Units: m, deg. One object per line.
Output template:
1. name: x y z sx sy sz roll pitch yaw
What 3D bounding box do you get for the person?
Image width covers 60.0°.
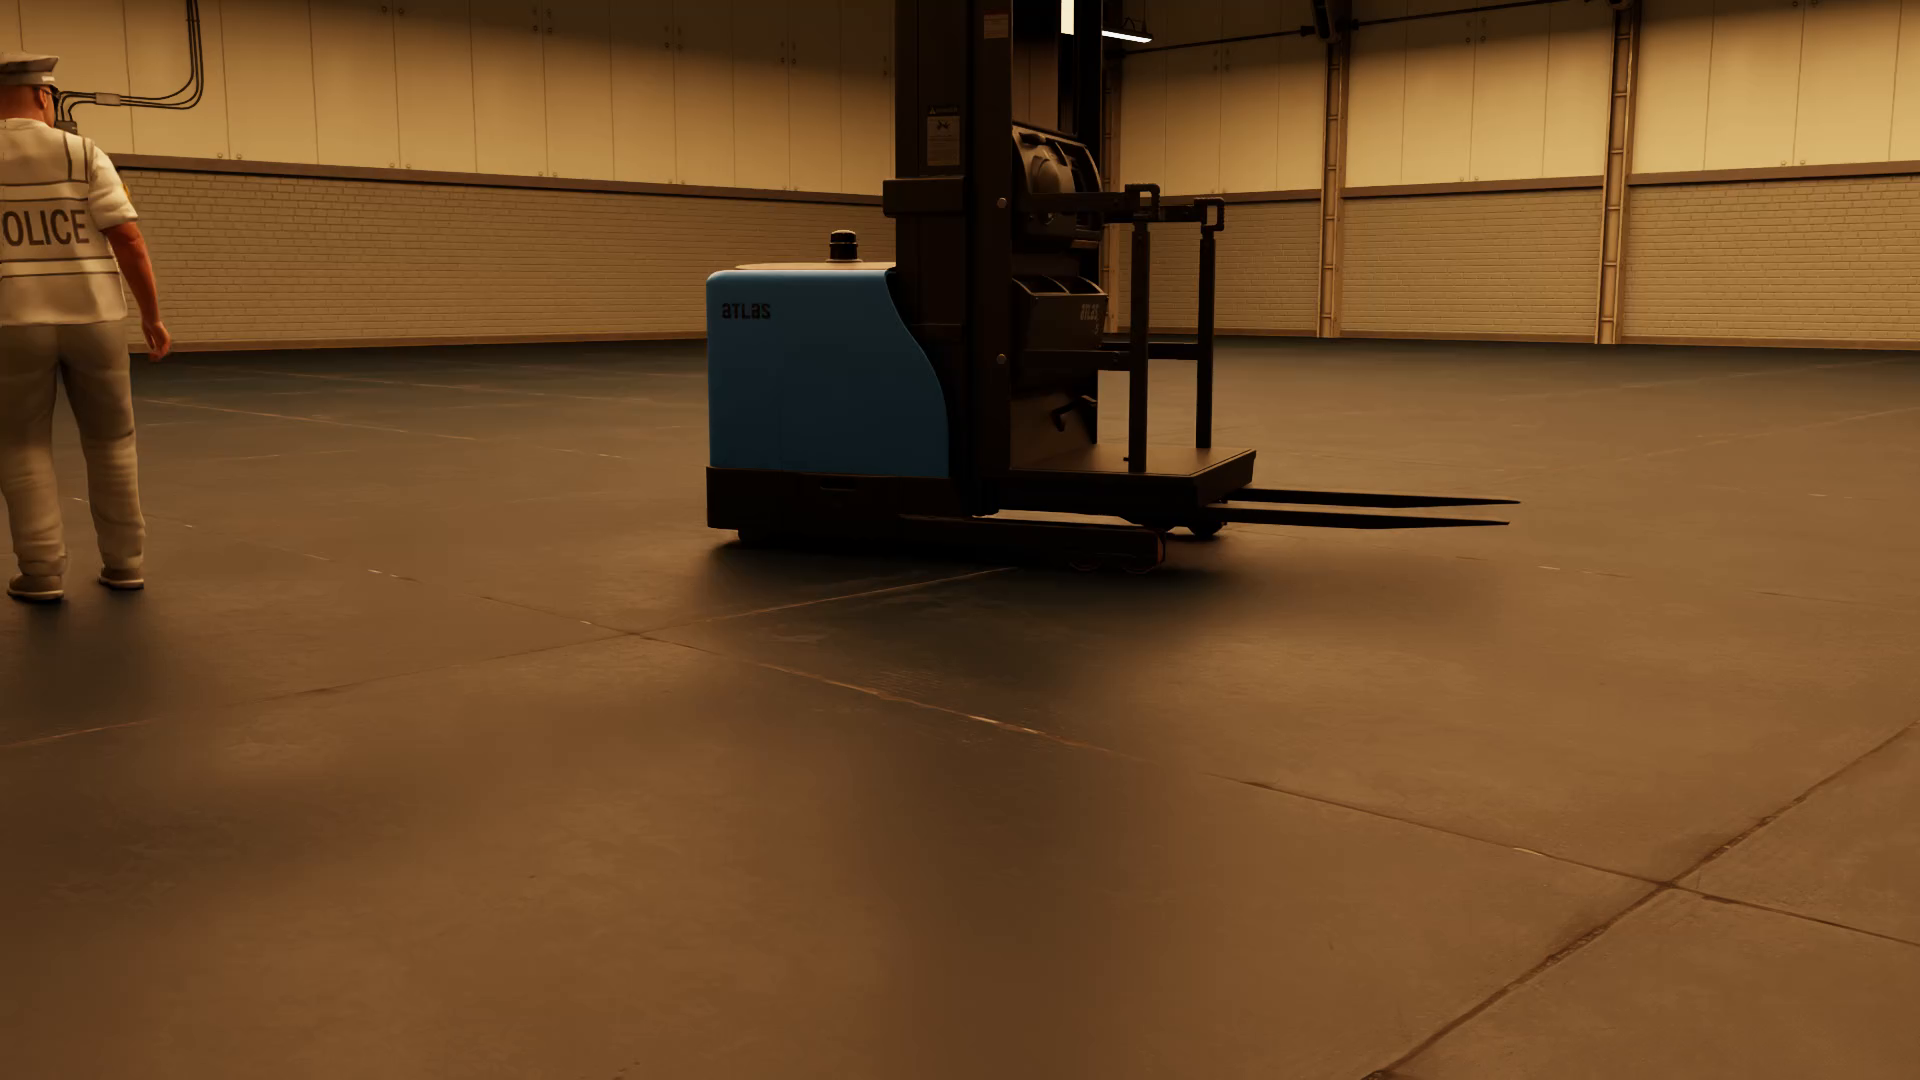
1. person: -2.964 -0.694 5.436 0.684 1.755 0.462 -5 10 -31

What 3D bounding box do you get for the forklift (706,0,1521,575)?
1. forklift: 0.565 -1.416 6.275 3.031 2.935 1.130 3 9 22
